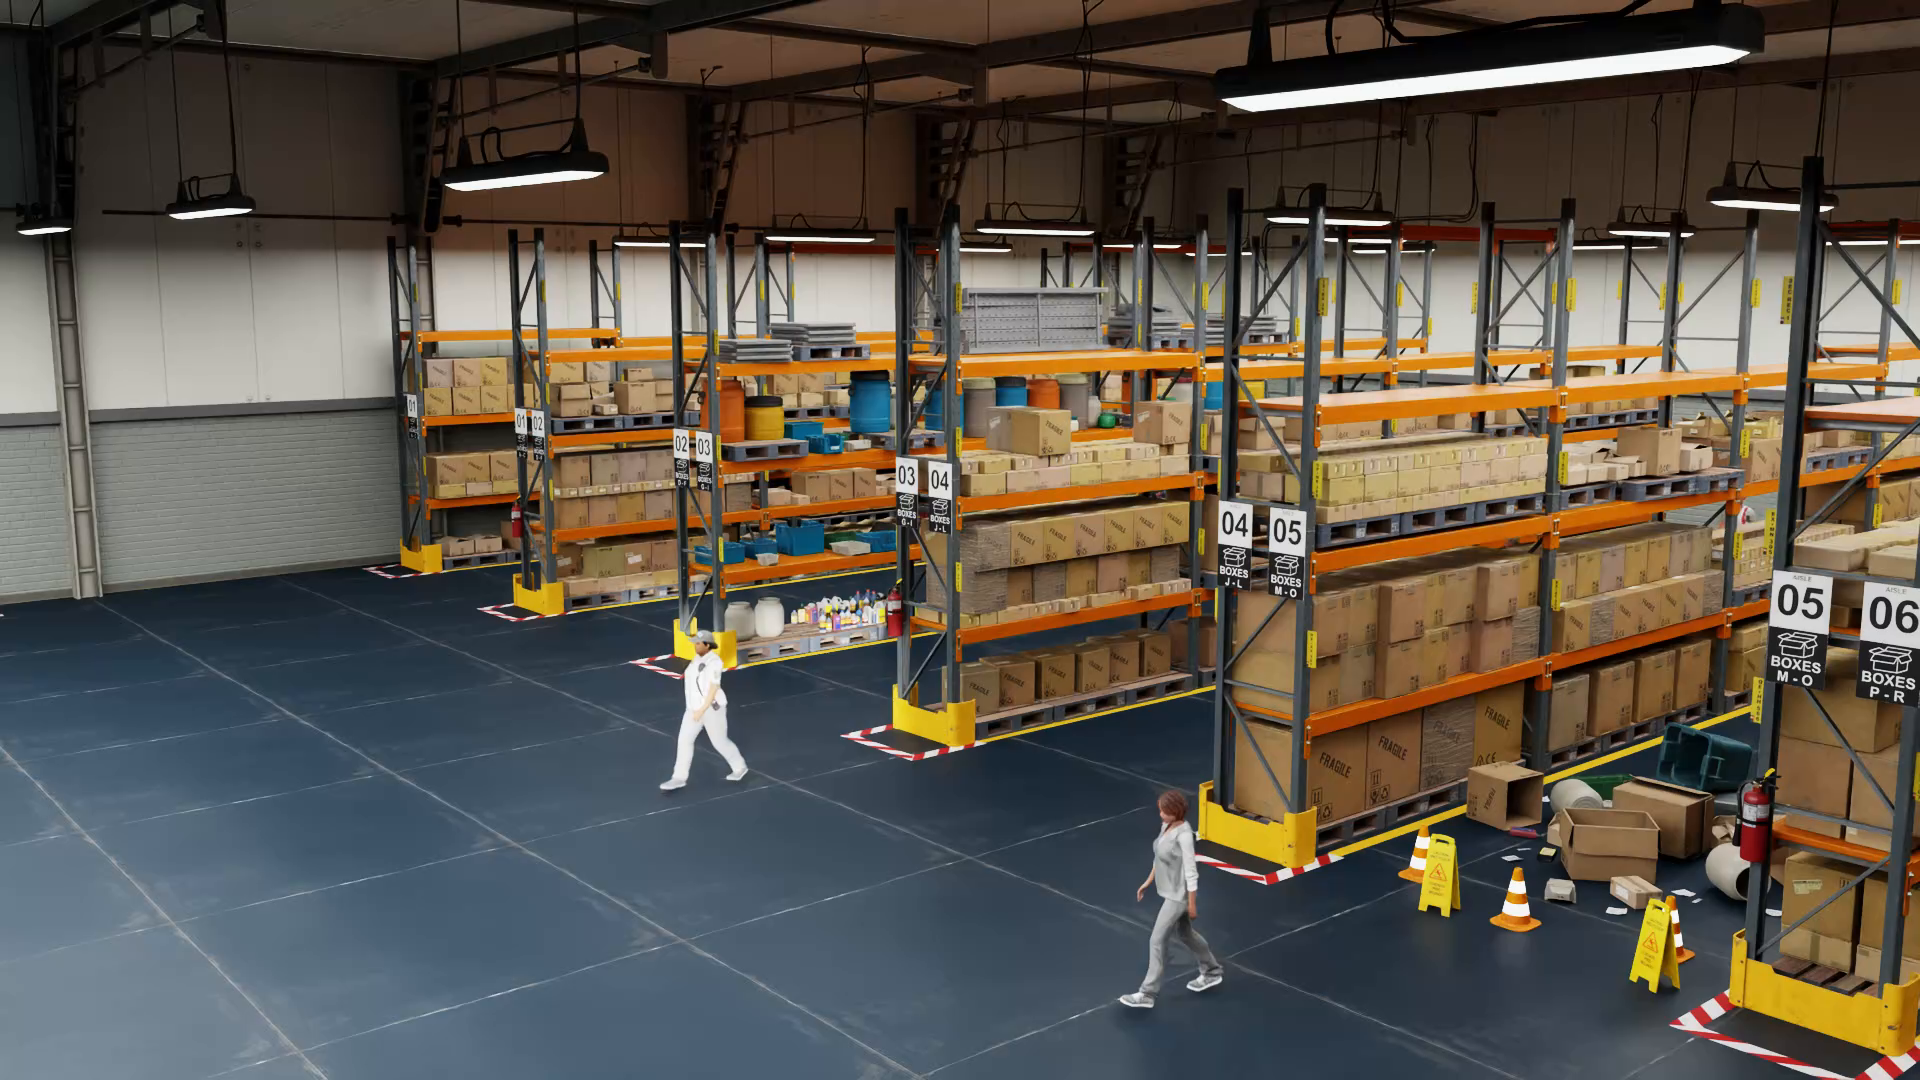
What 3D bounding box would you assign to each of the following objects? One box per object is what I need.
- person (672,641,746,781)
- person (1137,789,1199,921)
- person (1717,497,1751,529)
[{"bbox_3d":[-2.597,1.713,17.166,0.771,1.558,0.506,-8,12,-41],"label":"person"},{"bbox_3d":[1.508,2.255,11.964,0.415,0.916,0.415,-1,9,-5],"label":"person"},{"bbox_3d":[13.018,0.012,27.929,1.098,1.731,0.649,-8,12,-43],"label":"person"}]
